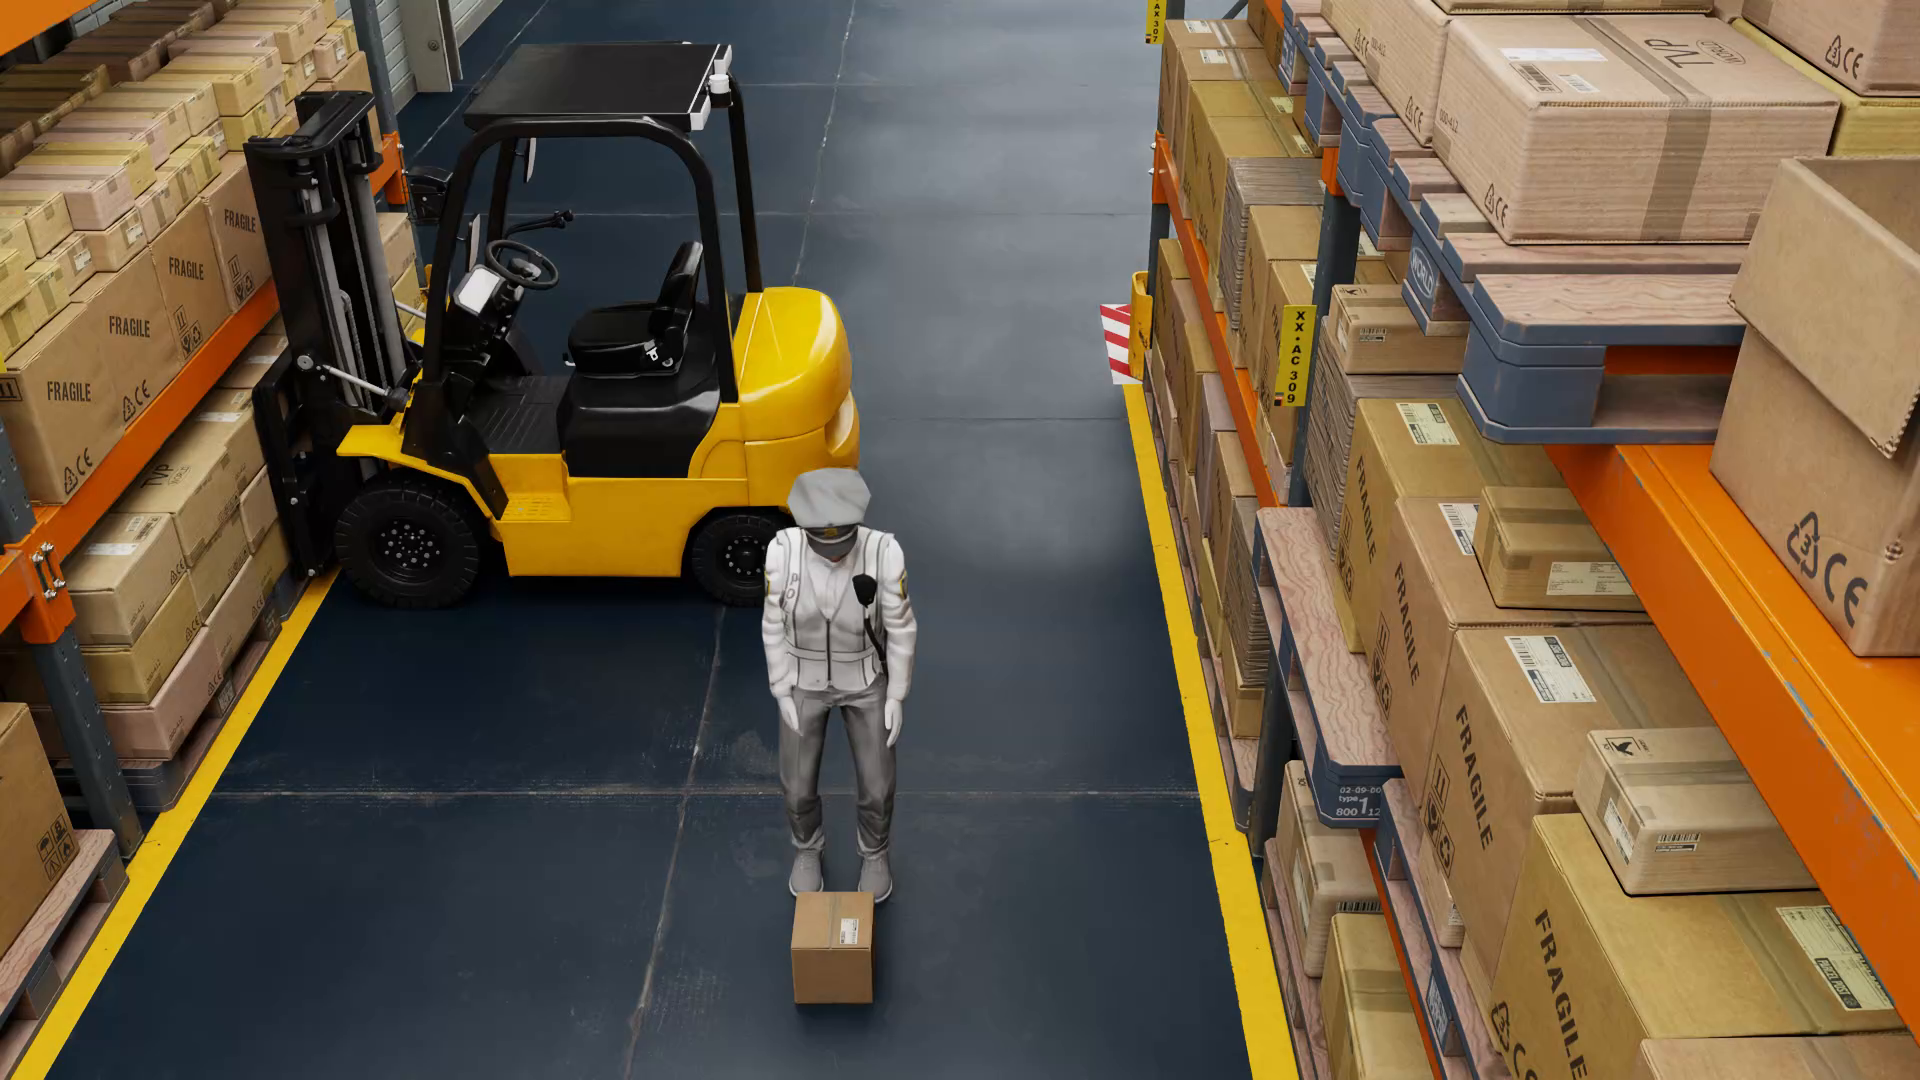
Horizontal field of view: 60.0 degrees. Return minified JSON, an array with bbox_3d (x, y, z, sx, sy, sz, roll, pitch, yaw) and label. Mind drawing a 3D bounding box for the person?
[{"bbox_3d":[-0.384,0.488,5.385,0.496,1.635,0.428,1,32,1],"label":"person"}]
